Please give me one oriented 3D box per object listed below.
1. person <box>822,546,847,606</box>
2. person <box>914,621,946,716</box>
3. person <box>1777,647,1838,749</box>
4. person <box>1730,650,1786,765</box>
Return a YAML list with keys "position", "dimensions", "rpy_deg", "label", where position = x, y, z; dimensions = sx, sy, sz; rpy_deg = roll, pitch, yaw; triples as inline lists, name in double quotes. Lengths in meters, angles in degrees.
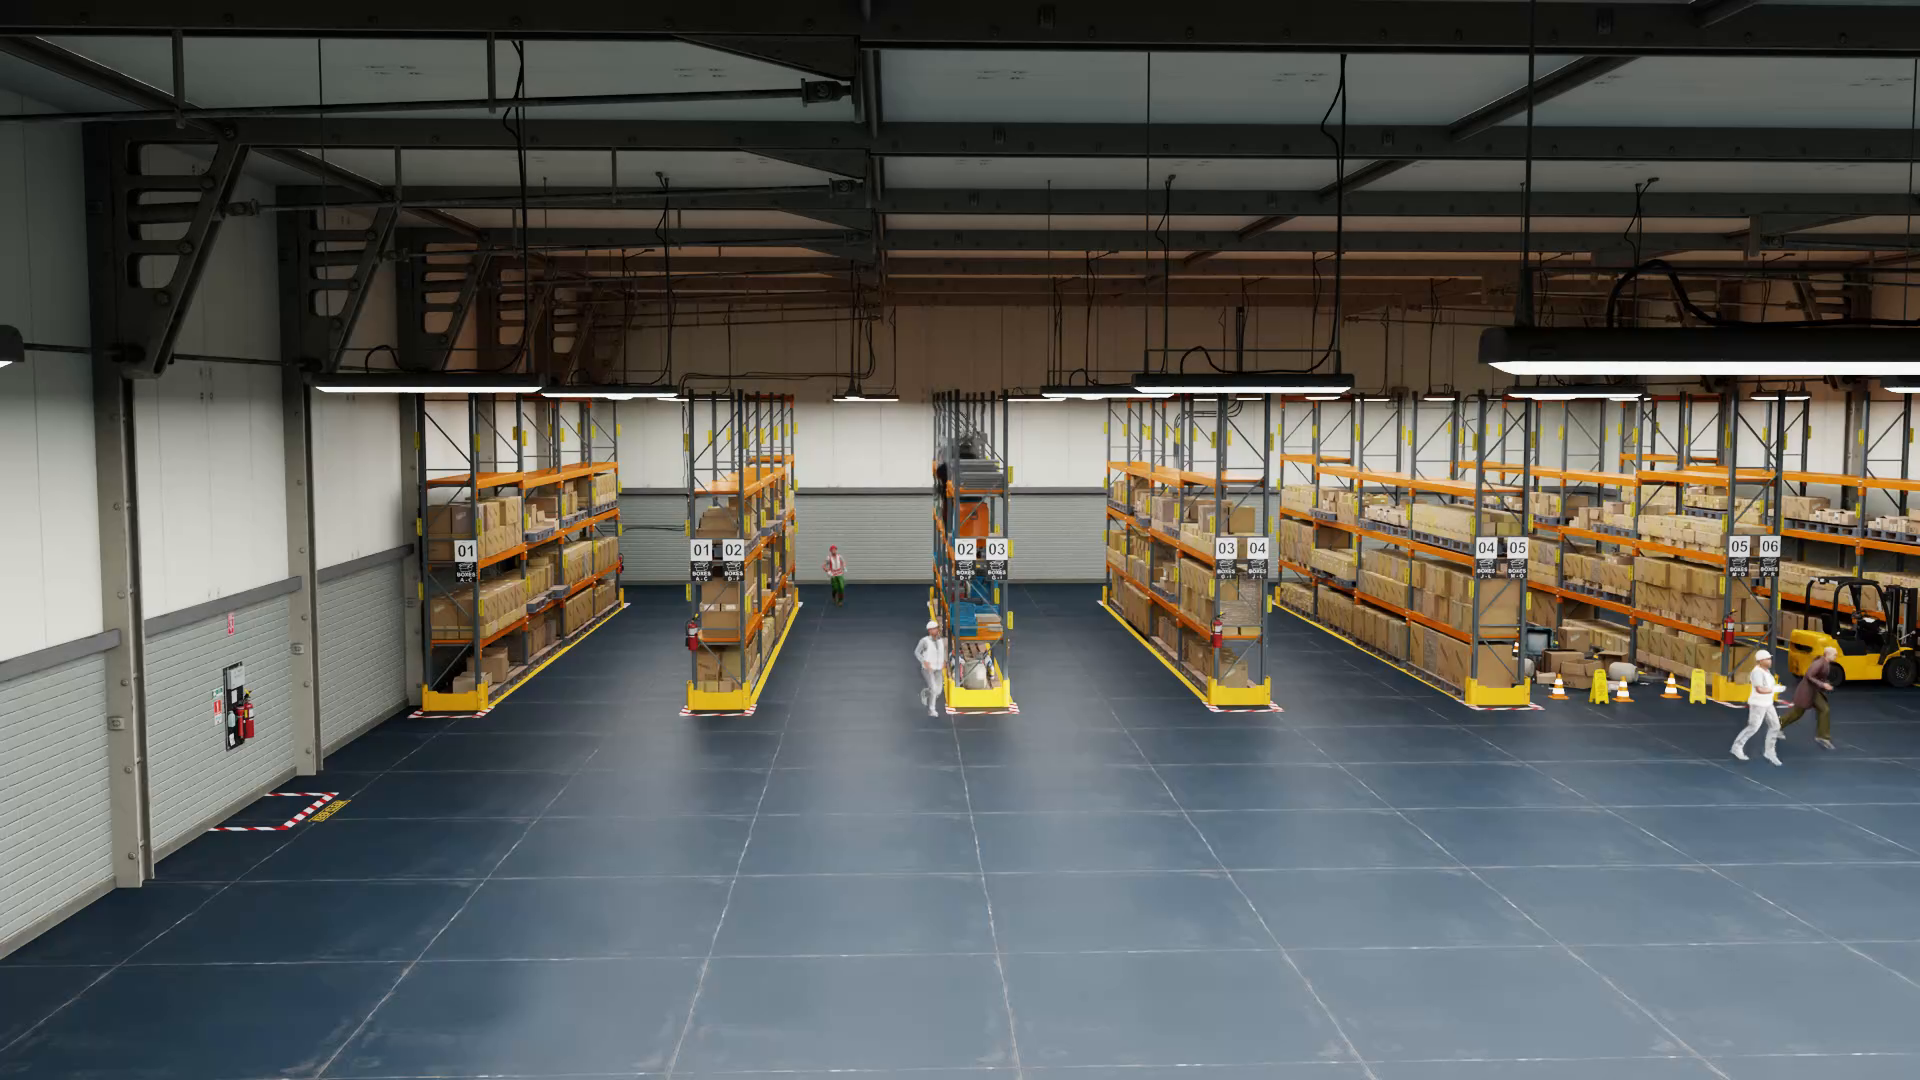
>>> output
- position: [-3.554, 1.011, 47.299]
  dimensions: [0.683, 1.721, 0.639]
  rpy_deg: [-2, 5, -25]
  label: "person"
- position: [-0.543, 2.363, 30.820]
  dimensions: [0.700, 1.746, 0.676]
  rpy_deg: [-3, 6, -36]
  label: "person"
- position: [14.197, 2.618, 27.974]
  dimensions: [1.082, 1.742, 0.754]
  rpy_deg: [4, 6, 42]
  label: "person"
- position: [12.737, 2.668, 26.494]
  dimensions: [0.798, 1.850, 0.690]
  rpy_deg: [4, 6, 42]
  label: "person"
